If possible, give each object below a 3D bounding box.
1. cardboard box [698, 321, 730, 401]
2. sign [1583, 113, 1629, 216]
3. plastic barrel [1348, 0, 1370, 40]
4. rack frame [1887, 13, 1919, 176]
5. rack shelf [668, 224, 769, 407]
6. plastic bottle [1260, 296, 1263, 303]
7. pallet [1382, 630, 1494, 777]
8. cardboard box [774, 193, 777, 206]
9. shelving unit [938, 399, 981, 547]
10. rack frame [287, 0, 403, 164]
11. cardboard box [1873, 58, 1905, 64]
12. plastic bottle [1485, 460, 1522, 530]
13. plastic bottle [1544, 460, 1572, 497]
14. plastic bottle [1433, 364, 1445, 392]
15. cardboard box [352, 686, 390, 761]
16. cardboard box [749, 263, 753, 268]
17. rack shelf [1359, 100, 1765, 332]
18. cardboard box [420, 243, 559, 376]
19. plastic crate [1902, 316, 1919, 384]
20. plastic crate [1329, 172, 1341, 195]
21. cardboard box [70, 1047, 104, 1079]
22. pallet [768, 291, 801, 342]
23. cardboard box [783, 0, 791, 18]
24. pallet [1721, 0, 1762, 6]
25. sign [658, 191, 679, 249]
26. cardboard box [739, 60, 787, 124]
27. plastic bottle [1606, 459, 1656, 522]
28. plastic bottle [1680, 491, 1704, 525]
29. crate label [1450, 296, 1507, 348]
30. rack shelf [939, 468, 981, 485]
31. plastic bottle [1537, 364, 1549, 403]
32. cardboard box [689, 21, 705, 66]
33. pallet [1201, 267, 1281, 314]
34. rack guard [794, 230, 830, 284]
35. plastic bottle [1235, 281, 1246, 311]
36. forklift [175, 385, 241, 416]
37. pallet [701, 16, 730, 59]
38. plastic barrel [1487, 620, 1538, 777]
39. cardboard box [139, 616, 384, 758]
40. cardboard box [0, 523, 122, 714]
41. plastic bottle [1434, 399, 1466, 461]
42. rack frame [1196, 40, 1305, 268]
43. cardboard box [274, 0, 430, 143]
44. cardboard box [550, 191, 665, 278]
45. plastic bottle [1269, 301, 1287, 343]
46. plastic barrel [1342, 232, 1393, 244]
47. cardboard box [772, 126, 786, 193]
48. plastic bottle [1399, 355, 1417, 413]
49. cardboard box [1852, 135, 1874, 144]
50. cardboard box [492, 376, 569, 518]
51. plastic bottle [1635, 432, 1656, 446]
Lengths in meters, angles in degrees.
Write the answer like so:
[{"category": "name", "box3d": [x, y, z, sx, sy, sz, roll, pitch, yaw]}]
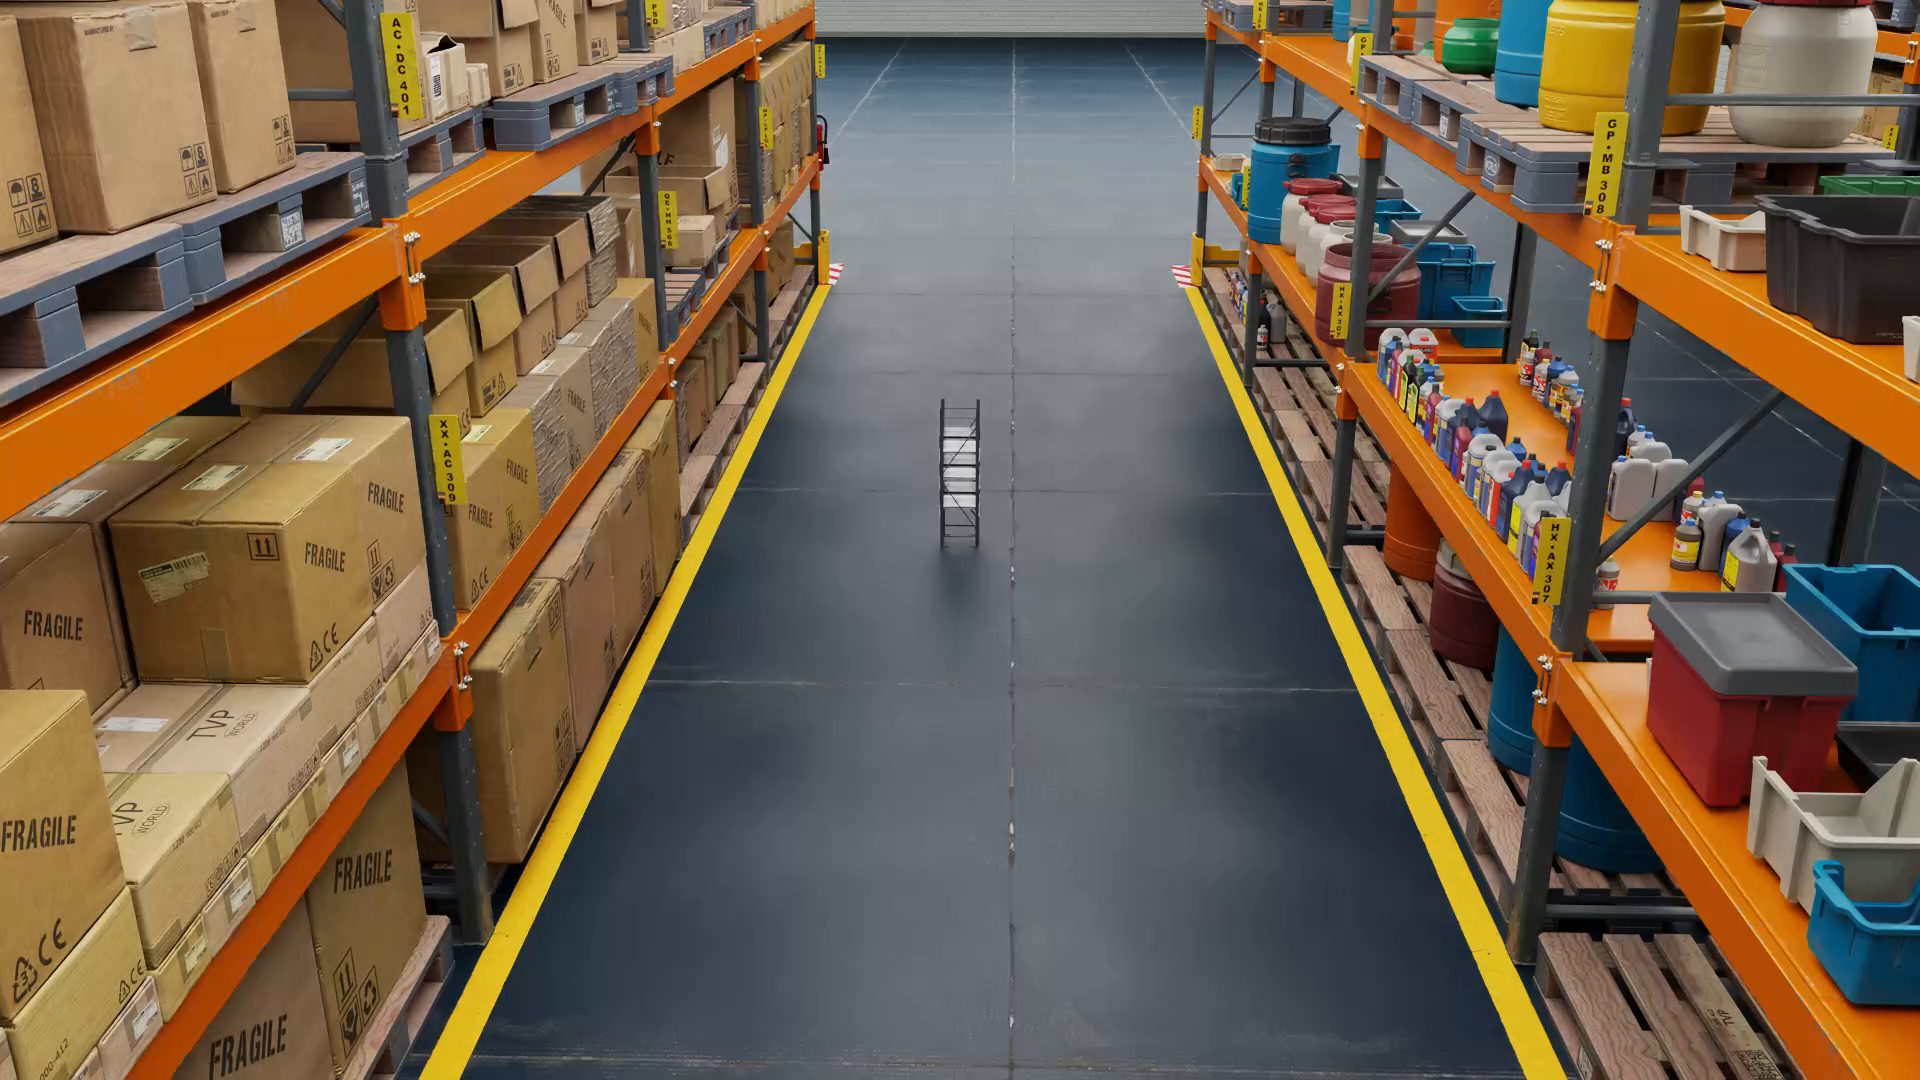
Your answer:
[{"category": "cardboard box", "box3d": [-2.168, -1.381, 12.789, 0.700, 0.500, 0.500, 1, 21, 1]}, {"category": "sign", "box3d": [2.063, -1.198, 5.310, 0.100, 0.325, 0.005, 1, 21, 2]}, {"category": "plastic barrel", "box3d": [3.038, -3.890, 11.569, 0.600, 0.901, 0.600, 0, 21, 0]}, {"category": "rack frame", "box3d": [7.807, -2.625, 13.148, 1.000, 3.000, 0.127, 1, 21, 2]}, {"category": "rack shelf", "box3d": [-2.155, -1.677, 11.698, 1.077, 0.370, 4.000, 1, 21, 2]}, {"category": "plastic bottle", "box3d": [2.593, -1.956, 14.478, 0.144, 0.351, 0.185, 0, 21, -1]}, {"category": "pallet", "box3d": [2.712, 0.791, 8.199, 1.003, 0.211, 1.213, 1, 21, 2]}, {"category": "cardboard box", "box3d": [-1.789, -2.964, 14.369, 0.380, 0.149, 0.250, 1, 21, 2]}, {"category": "shelving unit", "box3d": [0.000, -0.417, 10.359, 0.258, 0.900, 0.210, 1, 21, 2]}, {"category": "rack frame", "box3d": [-2.338, -2.640, 4.892, 1.000, 3.000, 0.127, 1, 21, 2]}, {"category": "cardboard box", "box3d": [7.860, -3.981, 14.711, 0.700, 0.500, 0.500, 1, 21, 2]}, {"category": "plastic bottle", "box3d": [2.328, -0.191, 7.046, 0.152, 0.276, 0.135, 1, 21, 2]}, {"category": "plastic bottle", "box3d": [2.463, -0.167, 6.880, 0.144, 0.351, 0.185, 1, 21, 2]}, {"category": "plastic bottle", "box3d": [2.509, -0.827, 8.789, 0.097, 0.201, 0.097, 0, 21, 0]}, {"category": "cardboard box", "box3d": [-2.035, 0.574, 5.250, 0.380, 0.149, 0.250, 0, 21, 1]}, {"category": "cardboard box", "box3d": [-2.092, -2.342, 15.294, 0.500, 0.500, 0.500, -1, 21, -3]}, {"category": "rack shelf", "box3d": [2.674, -1.575, 7.288, 1.077, 0.370, 4.000, 1, 21, 2]}, {"category": "cardboard box", "box3d": [-2.291, -1.061, 7.592, 0.797, 0.503, 0.637, 1, 21, 3]}, {"category": "plastic crate", "box3d": [2.306, -0.367, 3.547, 0.437, 0.136, 0.530, 1, 21, 2]}, {"category": "plastic crate", "box3d": [2.999, -2.840, 13.787, 0.767, 0.338, 0.504, 1, 21, 2]}, {"category": "cardboard box", "box3d": [-2.090, 1.224, 3.574, 0.380, 0.149, 0.250, 0, 21, 1]}, {"category": "pallet", "box3d": [-2.075, -2.121, 15.703, 1.003, 0.211, 1.213, 1, 21, 2]}, {"category": "cardboard box", "box3d": [-1.780, -4.785, 14.776, 0.500, 0.250, 0.500, 0, 21, 1]}, {"category": "pallet", "box3d": [7.881, -5.173, 15.690, 1.003, 0.211, 1.213, 1, 21, 2]}, {"category": "sign", "box3d": [-1.661, -1.824, 9.482, 0.100, 0.325, 0.005, 1, 21, 2]}, {"category": "cardboard box", "box3d": [-1.797, -3.908, 14.523, 0.500, 0.500, 0.500, 1, 21, 2]}, {"category": "plastic bottle", "box3d": [2.884, -0.230, 7.147, 0.152, 0.276, 0.135, 1, 21, 2]}, {"category": "plastic bottle", "box3d": [3.056, -0.103, 6.923, 0.097, 0.201, 0.097, 0, 21, 0]}, {"category": "crate label", "box3d": [3.122, -1.305, 9.976, 0.303, 0.233, 0.416, 1, 21, 2]}, {"category": "rack shelf", "box3d": [0.000, -0.386, 10.371, 0.258, 0.077, 0.200, 1, 21, 2]}, {"category": "plastic bottle", "box3d": [3.117, -0.831, 8.798, 0.097, 0.201, 0.097, 0, 21, 0]}, {"category": "cardboard box", "box3d": [-1.925, -3.156, 10.577, 0.500, 0.250, 0.500, 1, 21, 3]}, {"category": "pallet", "box3d": [2.992, -2.505, 16.694, 1.003, 0.211, 1.213, 1, 21, 2]}, {"category": "rack guard", "box3d": [-1.975, -2.989, 17.541, 1.175, 0.500, 0.348, 1, 21, 2]}, {"category": "plastic bottle", "box3d": [2.598, -2.248, 15.340, 0.097, 0.271, 0.097, 0, 21, 0]}, {"category": "forklift", "box3d": [-4.592, -1.432, 10.168, 1.130, 2.935, 3.031, 1, 21, 2]}, {"category": "pallet", "box3d": [-2.248, -3.449, 11.385, 1.213, 0.211, 1.003, 1, 21, 2]}, {"category": "plastic barrel", "box3d": [2.668, 0.542, 7.307, 0.600, 0.901, 0.708, 1, 21, 2]}, {"category": "cardboard box", "box3d": [-2.102, 0.438, 5.049, 0.500, 0.250, 0.500, 1, 21, 3]}, {"category": "cardboard box", "box3d": [-2.642, 0.275, 4.432, 0.500, 0.500, 0.500, 0, 21, 0]}, {"category": "plastic bottle", "box3d": [2.356, -0.522, 7.900, 0.152, 0.276, 0.135, 1, 21, 2]}, {"category": "rack frame", "box3d": [2.978, -4.127, 17.019, 1.000, 3.000, 0.127, 1, 21, 2]}, {"category": "cardboard box", "box3d": [-2.330, -1.693, 5.881, 0.700, 0.500, 0.500, 1, 21, 3]}, {"category": "cardboard box", "box3d": [-2.323, -1.930, 10.638, 0.700, 0.500, 0.500, 4, 22, 10]}, {"category": "plastic bottle", "box3d": [2.732, -1.885, 14.295, 0.144, 0.351, 0.185, 1, 21, 2]}, {"category": "plastic barrel", "box3d": [2.552, -1.661, 10.509, 0.421, 0.512, 0.421, 0, 21, 0]}, {"category": "cardboard box", "box3d": [-1.969, -3.263, 14.243, 0.875, 0.500, 0.500, 1, 21, 2]}, {"category": "plastic bottle", "box3d": [2.334, -0.812, 8.636, 0.061, 0.283, 0.133, 1, 21, 2]}, {"category": "cardboard box", "box3d": [7.616, -3.259, 13.746, 0.380, 0.149, 0.250, 0, 21, 0]}, {"category": "cardboard box", "box3d": [-2.044, -0.416, 7.315, 0.500, 0.500, 0.500, 0, 21, 0]}, {"category": "plastic bottle", "box3d": [3.074, -0.352, 7.467, 0.097, 0.271, 0.097, 0, 21, 0]}]
